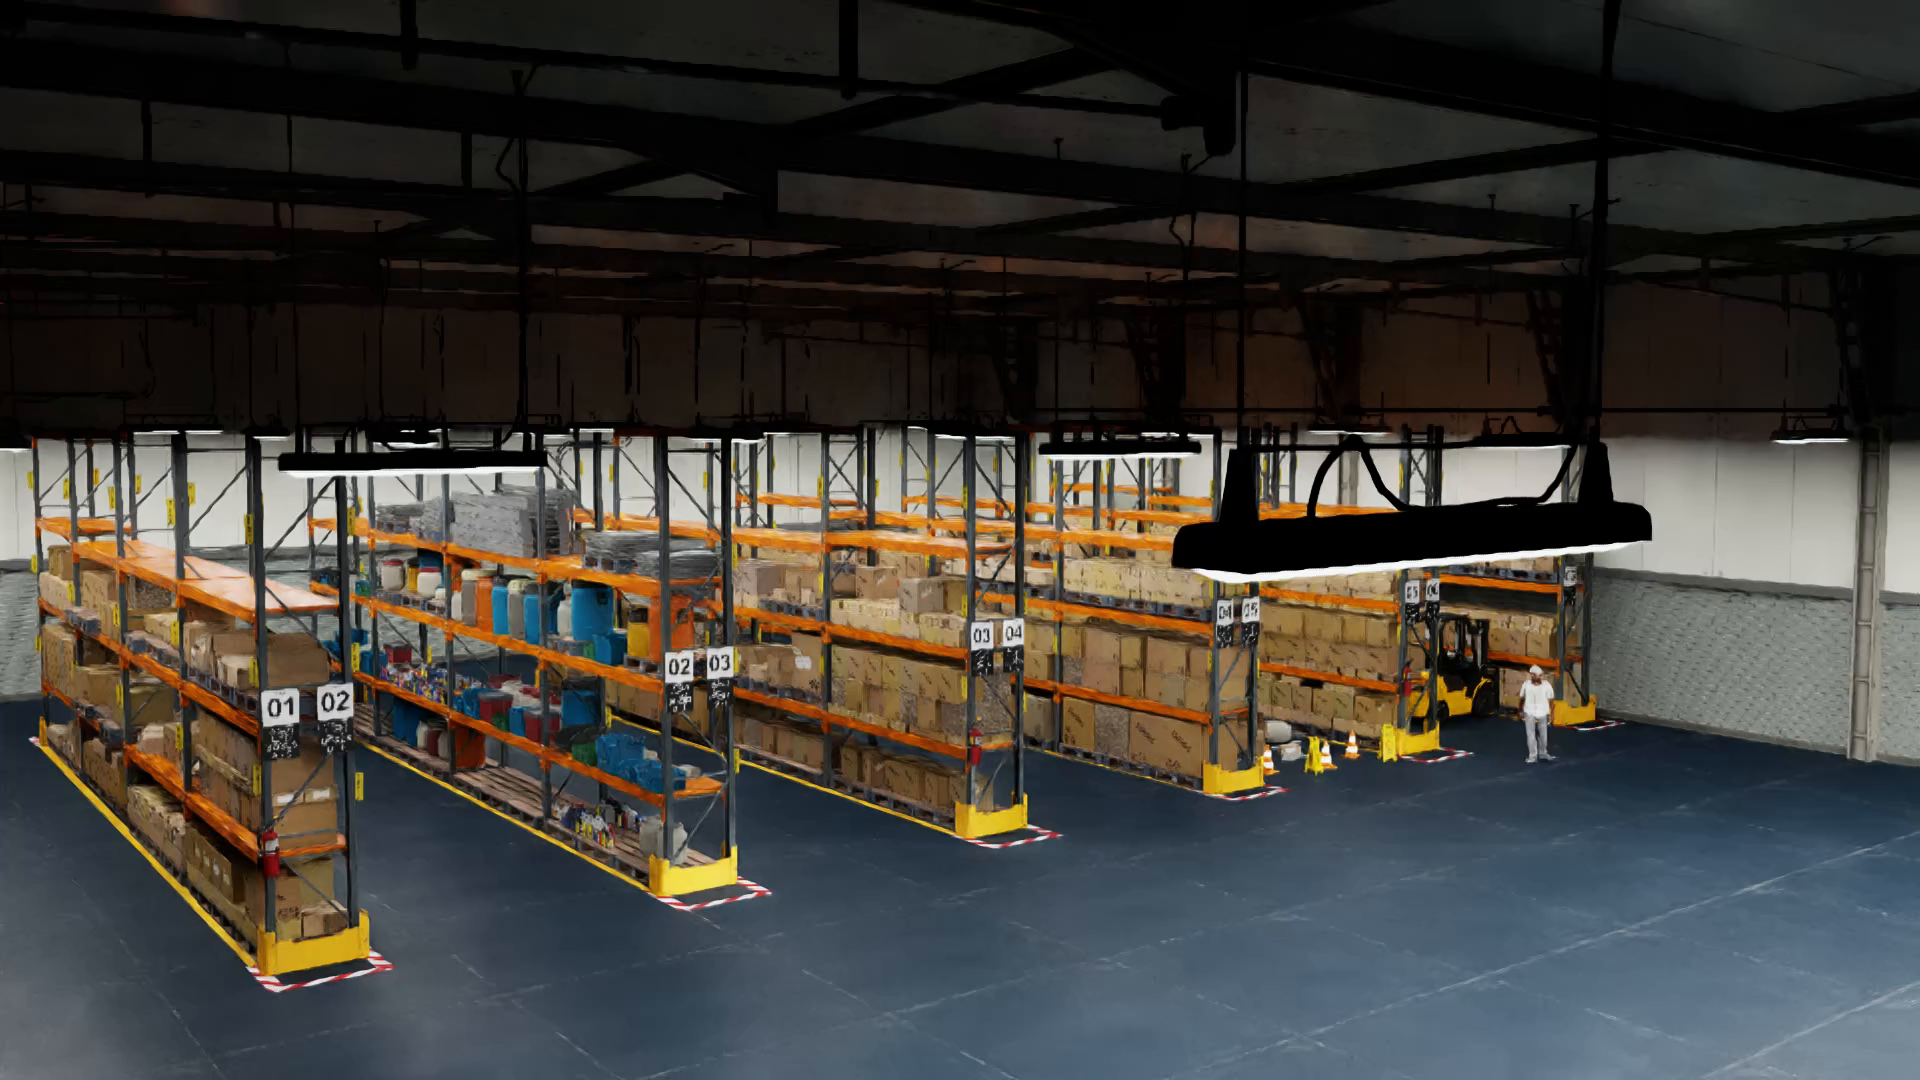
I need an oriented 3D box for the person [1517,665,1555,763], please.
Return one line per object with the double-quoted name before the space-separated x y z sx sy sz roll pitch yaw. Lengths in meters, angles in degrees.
"person" 10.382 3.114 29.933 0.658 1.759 0.540 2 5 25
